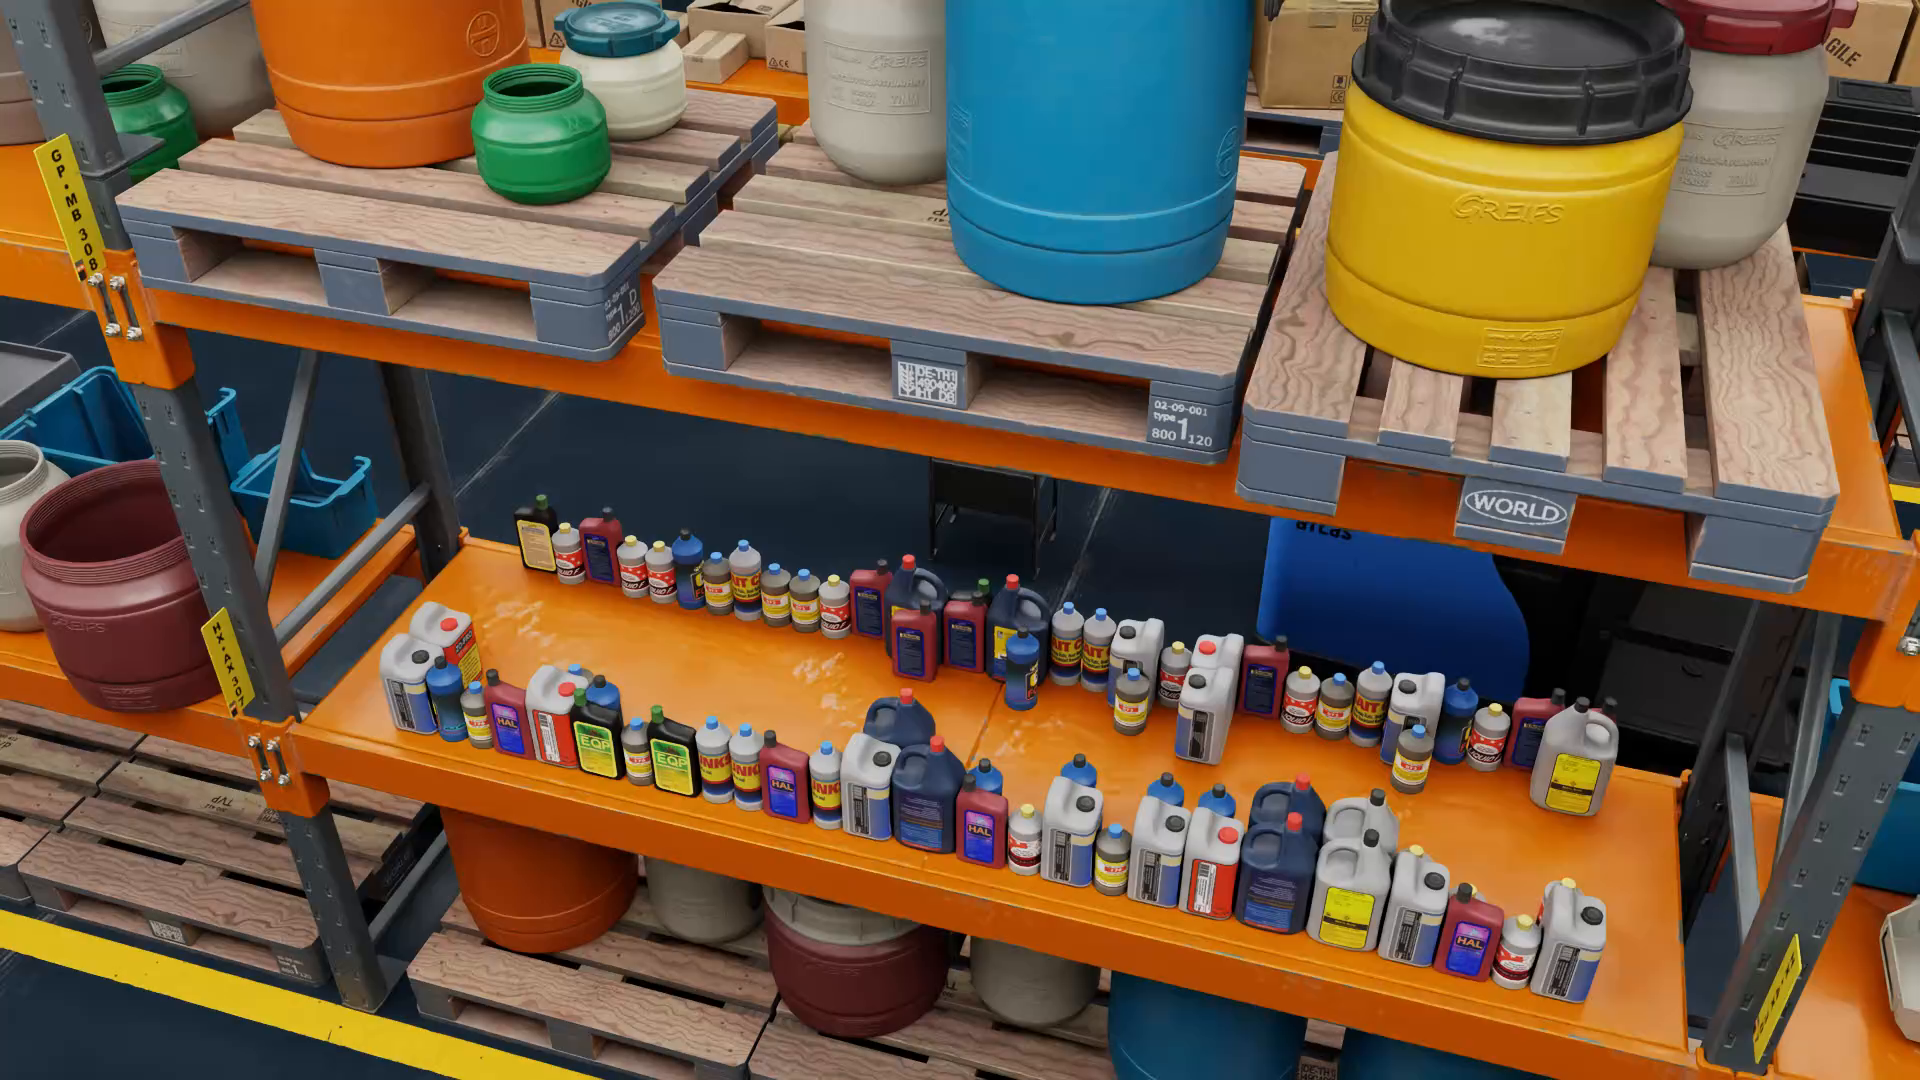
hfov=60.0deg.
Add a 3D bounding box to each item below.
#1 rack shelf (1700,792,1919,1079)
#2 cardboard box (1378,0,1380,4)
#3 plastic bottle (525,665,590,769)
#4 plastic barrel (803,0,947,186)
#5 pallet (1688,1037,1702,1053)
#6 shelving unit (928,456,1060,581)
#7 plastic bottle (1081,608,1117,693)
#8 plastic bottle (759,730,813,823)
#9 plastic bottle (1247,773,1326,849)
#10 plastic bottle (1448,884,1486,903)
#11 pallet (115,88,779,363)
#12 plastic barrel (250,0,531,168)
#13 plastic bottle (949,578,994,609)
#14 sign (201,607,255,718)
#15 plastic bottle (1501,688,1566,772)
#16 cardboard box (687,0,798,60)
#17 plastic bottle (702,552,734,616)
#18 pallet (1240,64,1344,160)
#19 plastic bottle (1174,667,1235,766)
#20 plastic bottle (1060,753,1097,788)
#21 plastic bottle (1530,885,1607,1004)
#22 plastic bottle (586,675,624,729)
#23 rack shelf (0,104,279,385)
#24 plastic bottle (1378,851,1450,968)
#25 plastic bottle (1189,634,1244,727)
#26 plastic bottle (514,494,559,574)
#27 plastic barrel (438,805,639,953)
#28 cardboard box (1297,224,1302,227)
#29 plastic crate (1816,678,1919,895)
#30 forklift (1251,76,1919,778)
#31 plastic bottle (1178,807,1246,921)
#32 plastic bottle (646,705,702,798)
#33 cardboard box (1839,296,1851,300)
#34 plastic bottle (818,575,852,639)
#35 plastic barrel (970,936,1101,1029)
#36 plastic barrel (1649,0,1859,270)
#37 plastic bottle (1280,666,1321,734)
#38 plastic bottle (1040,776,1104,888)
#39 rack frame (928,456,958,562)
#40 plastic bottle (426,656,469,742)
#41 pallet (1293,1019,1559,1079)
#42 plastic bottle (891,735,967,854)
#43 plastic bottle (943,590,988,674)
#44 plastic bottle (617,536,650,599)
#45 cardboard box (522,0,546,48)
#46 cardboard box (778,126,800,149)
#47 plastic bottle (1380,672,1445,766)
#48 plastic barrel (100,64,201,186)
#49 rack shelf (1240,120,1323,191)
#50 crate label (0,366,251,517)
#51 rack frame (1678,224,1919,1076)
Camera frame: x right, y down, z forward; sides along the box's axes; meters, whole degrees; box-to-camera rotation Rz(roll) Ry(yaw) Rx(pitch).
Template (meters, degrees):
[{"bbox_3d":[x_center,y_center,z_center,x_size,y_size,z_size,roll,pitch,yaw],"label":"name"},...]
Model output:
[{"bbox_3d":[3.854,1.446,3.862,4.000,0.370,1.077,10,38,14],"label":"rack shelf"},{"bbox_3d":[2.365,-2.505,8.184,0.500,0.500,0.700,16,39,21],"label":"cardboard box"},{"bbox_3d":[-1.115,0.487,4.663,0.135,0.276,0.152,10,38,14],"label":"plastic bottle"},{"bbox_3d":[-0.136,-1.108,3.726,0.433,0.535,0.433,0,36,0],"label":"plastic barrel"},{"bbox_3d":[2.659,2.034,4.809,1.213,0.211,1.003,10,38,14],"label":"pallet"},{"bbox_3d":[0.158,-0.816,7.088,0.503,2.100,0.431,10,38,14],"label":"shelving unit"},{"bbox_3d":[0.409,0.316,4.898,0.097,0.271,0.097,0,36,0],"label":"plastic bottle"},{"bbox_3d":[-0.467,0.632,4.459,0.133,0.283,0.061,10,38,14],"label":"plastic bottle"},{"bbox_3d":[0.837,0.731,4.268,0.185,0.351,0.144,10,38,14],"label":"plastic bottle"},{"bbox_3d":[1.244,0.933,4.120,0.097,0.201,0.097,0,36,0],"label":"plastic bottle"},{"bbox_3d":[-1.172,-0.846,3.998,1.213,0.211,1.003,10,38,14],"label":"pallet"},{"bbox_3d":[-1.332,-1.353,3.810,0.708,0.830,0.600,10,38,14],"label":"plastic barrel"},{"bbox_3d":[0.035,0.231,5.004,0.133,0.283,0.061,10,38,14],"label":"plastic bottle"},{"bbox_3d":[-2.030,0.342,4.617,0.005,0.325,0.100,10,38,14],"label":"sign"},{"bbox_3d":[1.595,0.520,4.612,0.133,0.283,0.061,10,38,14],"label":"plastic bottle"},{"bbox_3d":[-1.188,-2.938,9.287,0.500,0.311,0.500,10,38,13],"label":"cardboard box"},{"bbox_3d":[-0.756,0.129,5.212,0.097,0.201,0.097,0,36,0],"label":"plastic bottle"},{"bbox_3d":[1.465,-2.288,8.490,1.213,0.211,1.003,10,38,14],"label":"pallet"},{"bbox_3d":[0.688,0.477,4.675,0.135,0.276,0.152,10,38,14],"label":"plastic bottle"},{"bbox_3d":[0.312,0.675,4.411,0.097,0.271,0.097,0,36,0],"label":"plastic bottle"},{"bbox_3d":[1.473,0.966,4.012,0.135,0.276,0.152,10,38,14],"label":"plastic bottle"},{"bbox_3d":[-0.994,0.490,4.662,0.097,0.271,0.097,0,36,0],"label":"plastic bottle"},{"bbox_3d":[-3.782,-1.176,4.894,4.000,0.370,1.077,10,38,14],"label":"rack shelf"},{"bbox_3d":[1.124,0.901,4.100,0.135,0.276,0.152,10,38,14],"label":"plastic bottle"},{"bbox_3d":[0.733,0.391,4.792,0.135,0.276,0.152,10,38,14],"label":"plastic bottle"},{"bbox_3d":[-1.360,-0.027,5.355,0.133,0.283,0.061,10,38,14],"label":"plastic bottle"},{"bbox_3d":[-1.401,0.877,5.504,0.708,0.830,0.600,10,38,14],"label":"plastic barrel"},{"bbox_3d":[2.049,-1.574,9.096,0.500,0.500,0.500,11,38,14],"label":"cardboard box"},{"bbox_3d":[2.492,0.674,4.266,0.575,0.384,0.392,10,38,14],"label":"plastic crate"},{"bbox_3d":[2.754,-0.474,5.922,3.031,2.935,1.130,14,39,18],"label":"forklift"},{"bbox_3d":[0.642,0.812,4.221,0.135,0.276,0.152,10,38,14],"label":"plastic bottle"},{"bbox_3d":[-0.780,0.574,4.538,0.133,0.283,0.061,10,38,14],"label":"plastic bottle"},{"bbox_3d":[4.770,-1.021,8.504,0.500,0.311,0.500,10,38,14],"label":"cardboard box"},{"bbox_3d":[-0.384,0.198,5.119,0.097,0.201,0.097,0,36,0],"label":"plastic bottle"},{"bbox_3d":[0.243,1.254,5.260,0.421,0.512,0.421,0,36,0],"label":"plastic barrel"},{"bbox_3d":[1.517,-0.864,3.394,0.433,0.535,0.433,0,36,0],"label":"plastic barrel"},{"bbox_3d":[0.979,0.450,4.776,0.097,0.201,0.097,0,36,0],"label":"plastic bottle"},{"bbox_3d":[0.293,0.747,4.309,0.135,0.276,0.152,10,38,14],"label":"plastic bottle"},{"bbox_3d":[-0.075,-0.860,7.146,0.015,2.100,0.400,10,38,14],"label":"rack frame"},{"bbox_3d":[-1.454,0.443,4.727,0.097,0.271,0.097,0,36,0],"label":"plastic bottle"},{"bbox_3d":[1.221,1.766,5.173,1.213,0.211,1.003,10,38,14],"label":"pallet"},{"bbox_3d":[-0.081,0.650,4.378,0.185,0.351,0.144,10,38,14],"label":"plastic bottle"},{"bbox_3d":[0.017,0.265,4.958,0.133,0.283,0.061,10,38,14],"label":"plastic bottle"},{"bbox_3d":[-1.035,0.077,5.282,0.097,0.201,0.097,0,36,0],"label":"plastic bottle"},{"bbox_3d":[-2.501,-3.127,9.384,0.500,0.500,0.500,11,38,14],"label":"cardboard box"},{"bbox_3d":[-0.805,-2.253,9.773,0.500,0.311,0.500,12,38,15],"label":"cardboard box"},{"bbox_3d":[1.268,0.490,4.658,0.135,0.276,0.152,10,38,14],"label":"plastic bottle"},{"bbox_3d":[-2.124,-1.065,4.267,0.294,0.245,0.294,0,36,0],"label":"plastic barrel"},{"bbox_3d":[1.517,-2.063,8.630,4.000,0.370,1.077,10,38,14],"label":"rack shelf"},{"bbox_3d":[-2.741,-0.247,5.526,0.616,0.435,0.502,10,38,14],"label":"crate label"},{"bbox_3d":[1.945,0.802,4.129,0.127,3.000,1.000,10,38,14],"label":"rack frame"}]
